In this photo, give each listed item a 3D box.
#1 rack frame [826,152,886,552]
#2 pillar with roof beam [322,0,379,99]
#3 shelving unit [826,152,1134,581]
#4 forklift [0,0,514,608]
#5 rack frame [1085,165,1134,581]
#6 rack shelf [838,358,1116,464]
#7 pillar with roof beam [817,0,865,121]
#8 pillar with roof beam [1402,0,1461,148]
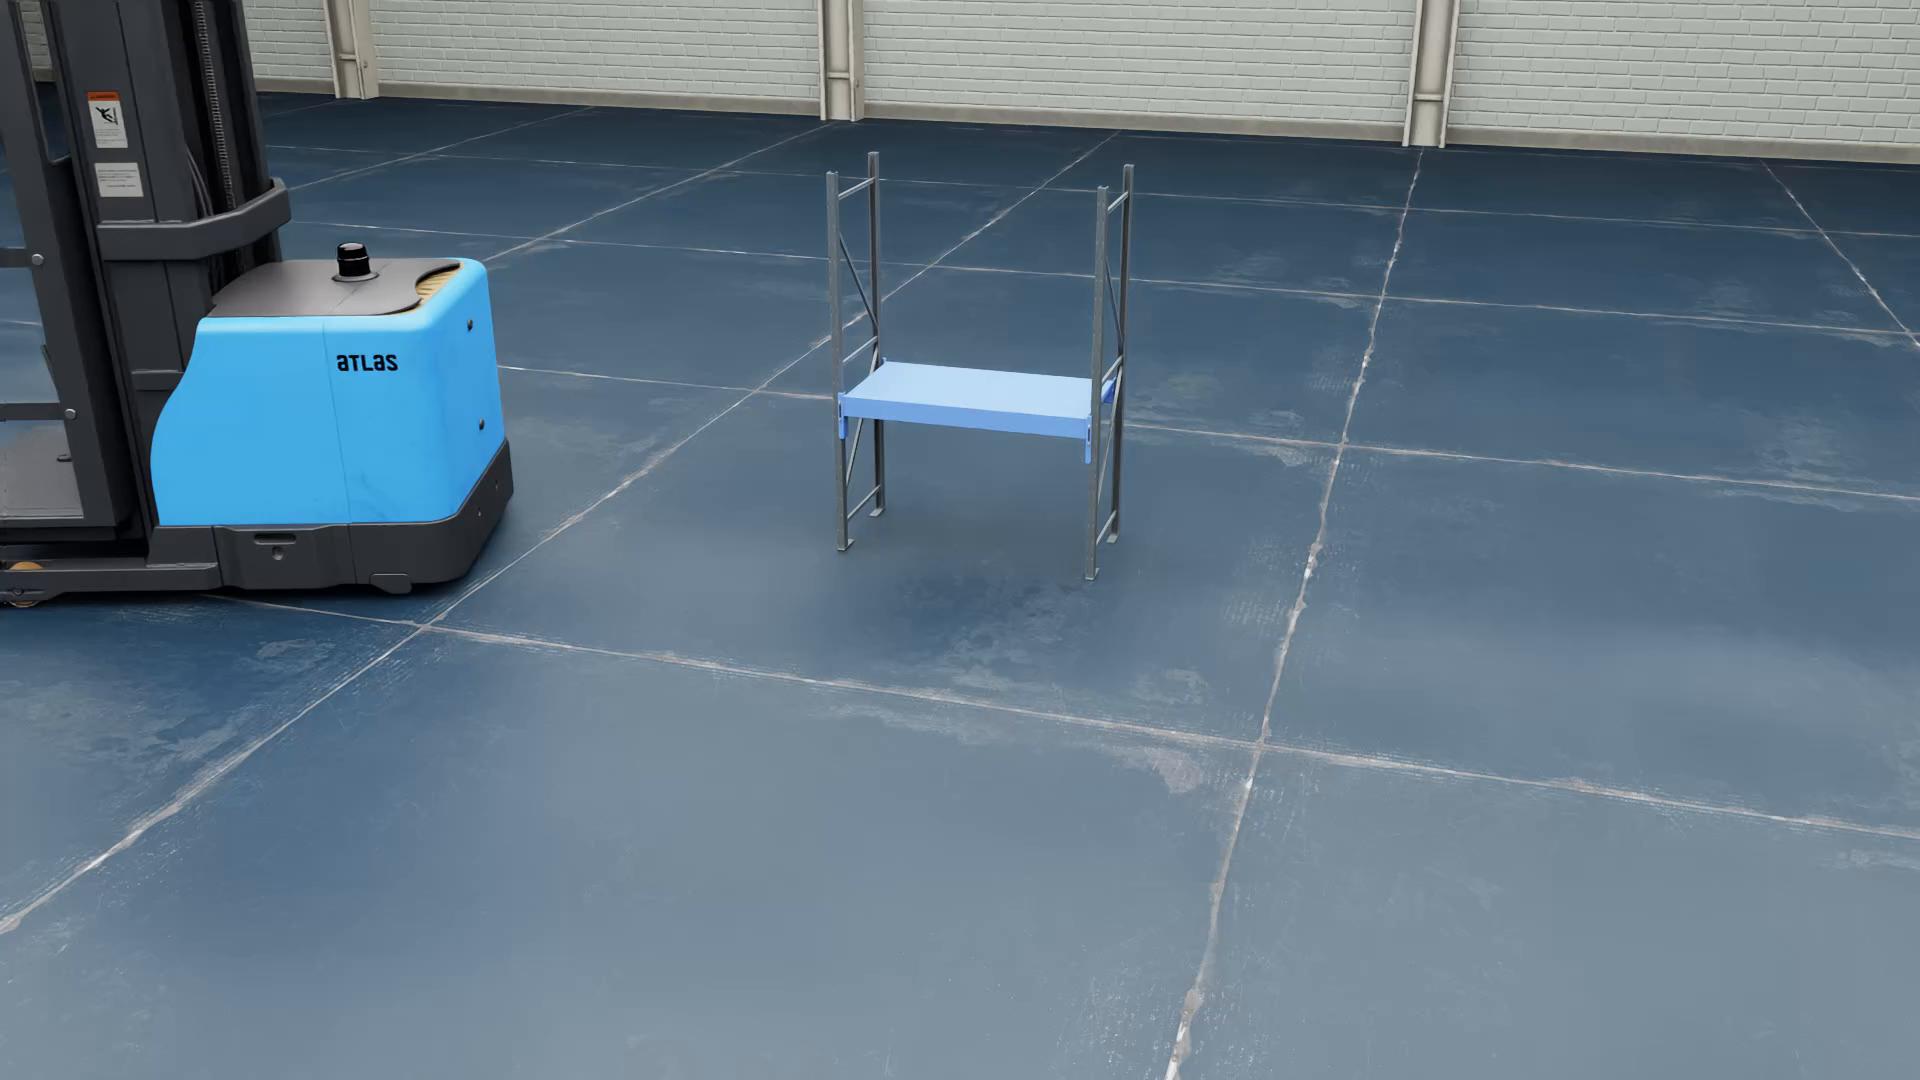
[{"bbox_3d":[-0.405,-0.740,6.598,0.032,1.500,0.500,7,23,16],"label":"rack frame"},{"bbox_3d":[-8.235,-7.748,13.802,0.400,9.000,9.100,7,23,16],"label":"pillar with roof beam"},{"bbox_3d":[0.082,-0.685,6.463,1.048,1.500,0.538,7,23,16],"label":"shelving unit"},{"bbox_3d":[-3.395,-1.308,6.096,3.031,2.935,1.130,-1,22,-2],"label":"forklift"},{"bbox_3d":[0.568,-0.629,6.327,0.032,1.500,0.500,7,23,16],"label":"rack frame"},{"bbox_3d":[0.082,-0.518,6.531,1.000,0.185,0.538,7,23,16],"label":"rack shelf"},{"bbox_3d":[-2.491,-7.091,12.199,0.400,9.000,9.100,7,23,16],"label":"pillar with roof beam"},{"bbox_3d":[3.253,-6.433,10.595,0.400,9.000,9.100,7,23,16],"label":"pillar with roof beam"}]
